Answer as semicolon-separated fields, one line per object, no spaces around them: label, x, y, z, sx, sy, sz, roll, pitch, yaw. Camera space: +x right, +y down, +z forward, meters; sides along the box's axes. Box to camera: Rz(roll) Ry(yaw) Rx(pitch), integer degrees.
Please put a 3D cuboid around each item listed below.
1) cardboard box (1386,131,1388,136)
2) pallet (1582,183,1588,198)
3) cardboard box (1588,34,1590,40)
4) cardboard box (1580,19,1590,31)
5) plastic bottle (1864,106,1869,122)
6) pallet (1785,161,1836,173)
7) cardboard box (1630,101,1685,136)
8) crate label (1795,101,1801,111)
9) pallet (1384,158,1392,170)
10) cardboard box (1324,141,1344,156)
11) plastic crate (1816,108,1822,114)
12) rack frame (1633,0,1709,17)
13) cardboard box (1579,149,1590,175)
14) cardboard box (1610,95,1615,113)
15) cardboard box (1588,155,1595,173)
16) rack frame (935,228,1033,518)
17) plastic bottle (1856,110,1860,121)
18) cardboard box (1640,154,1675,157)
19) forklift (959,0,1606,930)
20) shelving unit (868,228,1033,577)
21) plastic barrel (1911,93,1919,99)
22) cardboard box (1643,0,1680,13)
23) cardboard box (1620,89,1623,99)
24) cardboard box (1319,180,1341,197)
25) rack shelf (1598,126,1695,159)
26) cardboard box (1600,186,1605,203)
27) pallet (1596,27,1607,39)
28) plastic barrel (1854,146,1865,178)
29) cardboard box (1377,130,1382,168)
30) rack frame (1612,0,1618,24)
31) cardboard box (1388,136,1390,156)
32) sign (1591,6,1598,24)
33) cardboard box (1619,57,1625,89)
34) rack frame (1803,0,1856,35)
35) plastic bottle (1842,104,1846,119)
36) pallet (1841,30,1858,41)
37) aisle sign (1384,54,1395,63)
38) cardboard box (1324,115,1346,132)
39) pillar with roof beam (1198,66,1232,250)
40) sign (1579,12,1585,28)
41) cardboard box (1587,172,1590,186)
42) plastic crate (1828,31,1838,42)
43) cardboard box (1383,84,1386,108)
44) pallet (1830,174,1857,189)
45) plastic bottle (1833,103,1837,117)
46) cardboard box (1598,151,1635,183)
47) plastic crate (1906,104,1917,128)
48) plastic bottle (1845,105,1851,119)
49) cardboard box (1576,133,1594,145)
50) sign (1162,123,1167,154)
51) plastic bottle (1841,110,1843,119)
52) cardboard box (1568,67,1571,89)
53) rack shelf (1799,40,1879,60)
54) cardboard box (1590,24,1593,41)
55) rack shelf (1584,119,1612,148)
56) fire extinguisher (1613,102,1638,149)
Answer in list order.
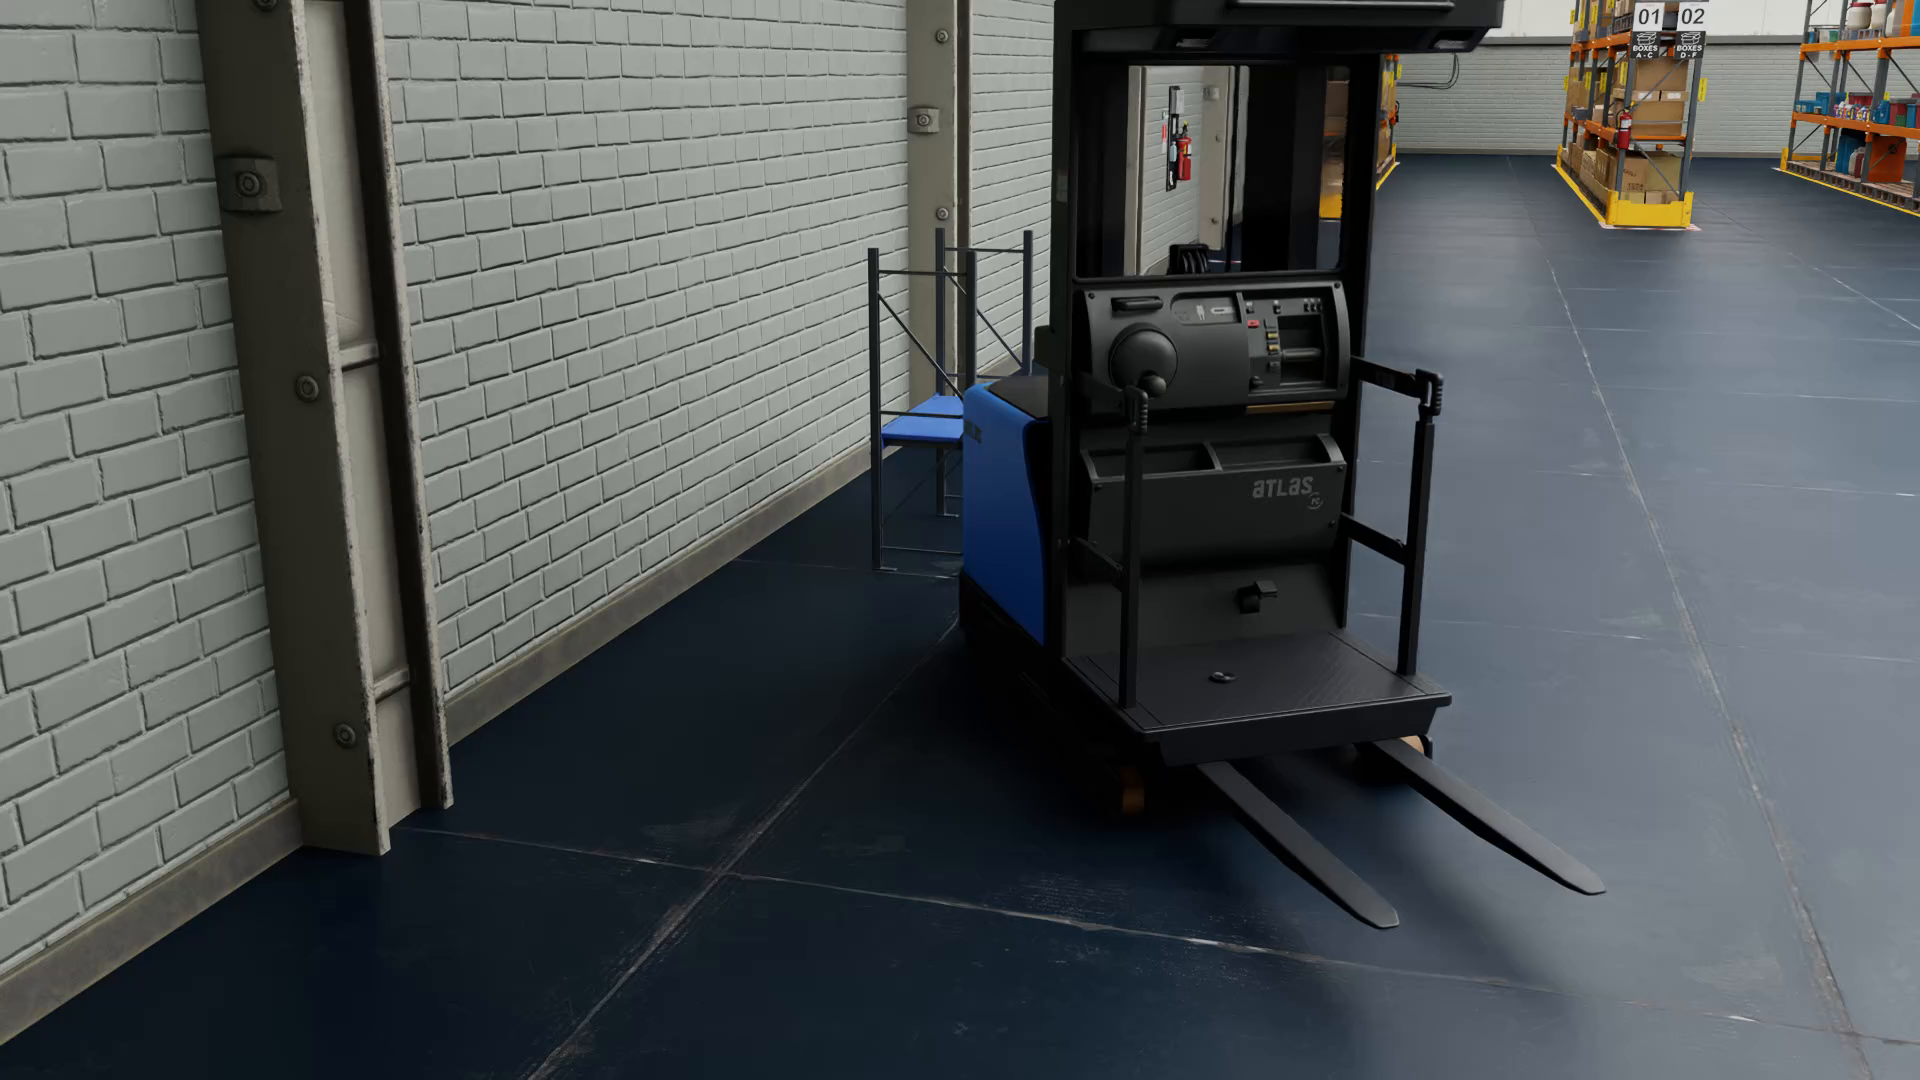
cardboard box;9.763;-9.438;38.730;0.380;0.149;0.250;4;16;14
pallet;12.025;-6.425;30.596;1.003;0.211;1.213;5;16;16
cardboard box;13.665;-10.863;35.907;0.500;0.250;0.500;5;16;16
cardboard box;13.660;-11.104;35.841;0.500;0.250;0.500;5;16;16
plastic bottle;17.165;-8.055;31.446;0.061;0.283;0.133;5;16;16
pallet;19.395;-8.451;37.737;1.003;0.211;1.213;5;16;16
cardboard box;10.517;-6.374;25.120;0.700;0.500;0.500;5;16;16
crate label;19.281;-9.914;37.984;0.416;0.233;0.303;5;16;16
pallet;9.667;-8.899;39.315;1.003;0.211;1.213;5;16;16
cardboard box;7.073;-7.313;31.016;0.500;0.250;0.500;4;16;15
plastic crate;18.591;-9.169;35.553;0.437;0.125;0.590;5;16;16
rack frame;10.372;-9.090;23.888;1.000;3.000;0.127;5;16;16
cardboard box;12.686;-7.569;33.293;0.500;0.500;0.500;5;17;18
cardboard box;12.034;-7.767;30.034;0.500;0.500;0.500;5;16;16
cardboard box;11.635;-6.795;30.031;0.500;0.311;0.500;5;16;16
rack frame;0.120;-0.832;8.515;0.500;1.500;0.032;5;16;16
plastic bottle;17.409;-8.223;32.188;0.097;0.201;0.097;0;16;0
cardboard box;11.008;-5.830;26.282;0.500;0.500;0.500;5;16;16
forklift;0.915;-0.655;5.268;1.130;2.935;3.031;-5;17;-16
shelving unit;-0.024;-0.699;8.046;0.538;1.500;1.048;5;16;16
plastic barrel;17.552;-7.833;30.198;0.600;0.536;0.708;5;16;16
cardboard box;10.539;-8.116;24.736;0.797;0.503;0.637;6;17;20
cardboard box;10.810;-7.150;26.669;0.380;0.149;0.250;4;16;15
cardboard box;5.904;-5.680;26.978;0.500;0.311;0.500;3;16;10
rack shelf;10.940;-6.381;26.649;1.077;0.370;4.000;5;16;16
cardboard box;10.512;-5.509;26.526;0.500;0.250;0.500;5;16;16
pallet;12.538;-9.465;31.052;1.213;0.211;1.003;5;17;18
plastic barrel;17.837;-7.379;32.497;0.600;0.588;0.708;5;16;16
cardboard box;8.485;-8.259;35.121;0.750;0.750;0.750;5;16;16
rack frame;11.509;-10.137;27.577;1.000;3.000;0.127;5;16;16
cardboard box;10.065;-9.582;40.426;0.700;0.500;0.500;5;16;16
sign;12.126;-10.032;31.756;0.100;0.325;0.005;5;16;16
cardboard box;11.246;-7.674;27.328;0.700;0.500;0.500;5;16;16
rack frame;19.667;-12.891;37.288;1.000;3.000;0.127;5;16;16
plastic bottle;17.764;-8.607;33.392;0.061;0.283;0.133;5;16;16
pallet;18.401;-10.098;33.284;1.213;0.211;1.003;5;16;16
aisle sign;10.476;-12.020;40.445;0.394;0.787;0.004;5;16;16
cardboard box;6.064;-6.628;26.438;0.500;0.250;0.500;4;16;14
pillar with roof beam;7.413;-7.820;19.410;9.100;9.000;0.400;5;16;16
sign;13.260;-11.076;35.436;0.100;0.325;0.005;5;16;16
cardboard box;11.639;-6.527;30.114;0.500;0.250;0.500;5;17;17
plastic crate;18.483;-10.584;34.958;0.416;0.233;0.300;5;16;16
cardboard box;8.719;-9.391;35.178;0.500;0.500;0.500;5;17;17
pallet;17.926;-7.098;32.969;1.003;0.211;1.213;5;16;16
plastic bottle;18.017;-8.840;34.212;0.061;0.283;0.133;5;16;16
cardboard box;10.793;-6.132;27.347;0.500;0.500;0.500;5;16;16
plastic crate;16.272;-7.171;28.143;0.392;0.384;0.575;5;16;16
plastic bottle;17.704;-8.505;33.044;0.152;0.276;0.135;5;16;16
cardboard box;13.127;-8.344;34.652;0.500;0.250;0.500;5;16;16
sign;2.291;-4.505;18.650;0.001;0.329;0.234;5;16;16
plastic bottle;17.815;-8.597;33.505;0.097;0.201;0.097;0;16;0
cardboard box;14.540;-10.824;38.977;0.500;0.500;0.500;5;17;18
rack shelf;19.098;-10.579;35.951;1.077;0.370;4.000;5;16;16
cardboard box;13.030;-10.175;33.024;0.910;0.500;0.500;5;16;16
rack shelf;12.077;-7.428;30.339;1.077;0.370;4.000;5;16;16
fire extinguisher;9.893;-6.172;24.735;0.296;0.674;0.183;5;16;16
